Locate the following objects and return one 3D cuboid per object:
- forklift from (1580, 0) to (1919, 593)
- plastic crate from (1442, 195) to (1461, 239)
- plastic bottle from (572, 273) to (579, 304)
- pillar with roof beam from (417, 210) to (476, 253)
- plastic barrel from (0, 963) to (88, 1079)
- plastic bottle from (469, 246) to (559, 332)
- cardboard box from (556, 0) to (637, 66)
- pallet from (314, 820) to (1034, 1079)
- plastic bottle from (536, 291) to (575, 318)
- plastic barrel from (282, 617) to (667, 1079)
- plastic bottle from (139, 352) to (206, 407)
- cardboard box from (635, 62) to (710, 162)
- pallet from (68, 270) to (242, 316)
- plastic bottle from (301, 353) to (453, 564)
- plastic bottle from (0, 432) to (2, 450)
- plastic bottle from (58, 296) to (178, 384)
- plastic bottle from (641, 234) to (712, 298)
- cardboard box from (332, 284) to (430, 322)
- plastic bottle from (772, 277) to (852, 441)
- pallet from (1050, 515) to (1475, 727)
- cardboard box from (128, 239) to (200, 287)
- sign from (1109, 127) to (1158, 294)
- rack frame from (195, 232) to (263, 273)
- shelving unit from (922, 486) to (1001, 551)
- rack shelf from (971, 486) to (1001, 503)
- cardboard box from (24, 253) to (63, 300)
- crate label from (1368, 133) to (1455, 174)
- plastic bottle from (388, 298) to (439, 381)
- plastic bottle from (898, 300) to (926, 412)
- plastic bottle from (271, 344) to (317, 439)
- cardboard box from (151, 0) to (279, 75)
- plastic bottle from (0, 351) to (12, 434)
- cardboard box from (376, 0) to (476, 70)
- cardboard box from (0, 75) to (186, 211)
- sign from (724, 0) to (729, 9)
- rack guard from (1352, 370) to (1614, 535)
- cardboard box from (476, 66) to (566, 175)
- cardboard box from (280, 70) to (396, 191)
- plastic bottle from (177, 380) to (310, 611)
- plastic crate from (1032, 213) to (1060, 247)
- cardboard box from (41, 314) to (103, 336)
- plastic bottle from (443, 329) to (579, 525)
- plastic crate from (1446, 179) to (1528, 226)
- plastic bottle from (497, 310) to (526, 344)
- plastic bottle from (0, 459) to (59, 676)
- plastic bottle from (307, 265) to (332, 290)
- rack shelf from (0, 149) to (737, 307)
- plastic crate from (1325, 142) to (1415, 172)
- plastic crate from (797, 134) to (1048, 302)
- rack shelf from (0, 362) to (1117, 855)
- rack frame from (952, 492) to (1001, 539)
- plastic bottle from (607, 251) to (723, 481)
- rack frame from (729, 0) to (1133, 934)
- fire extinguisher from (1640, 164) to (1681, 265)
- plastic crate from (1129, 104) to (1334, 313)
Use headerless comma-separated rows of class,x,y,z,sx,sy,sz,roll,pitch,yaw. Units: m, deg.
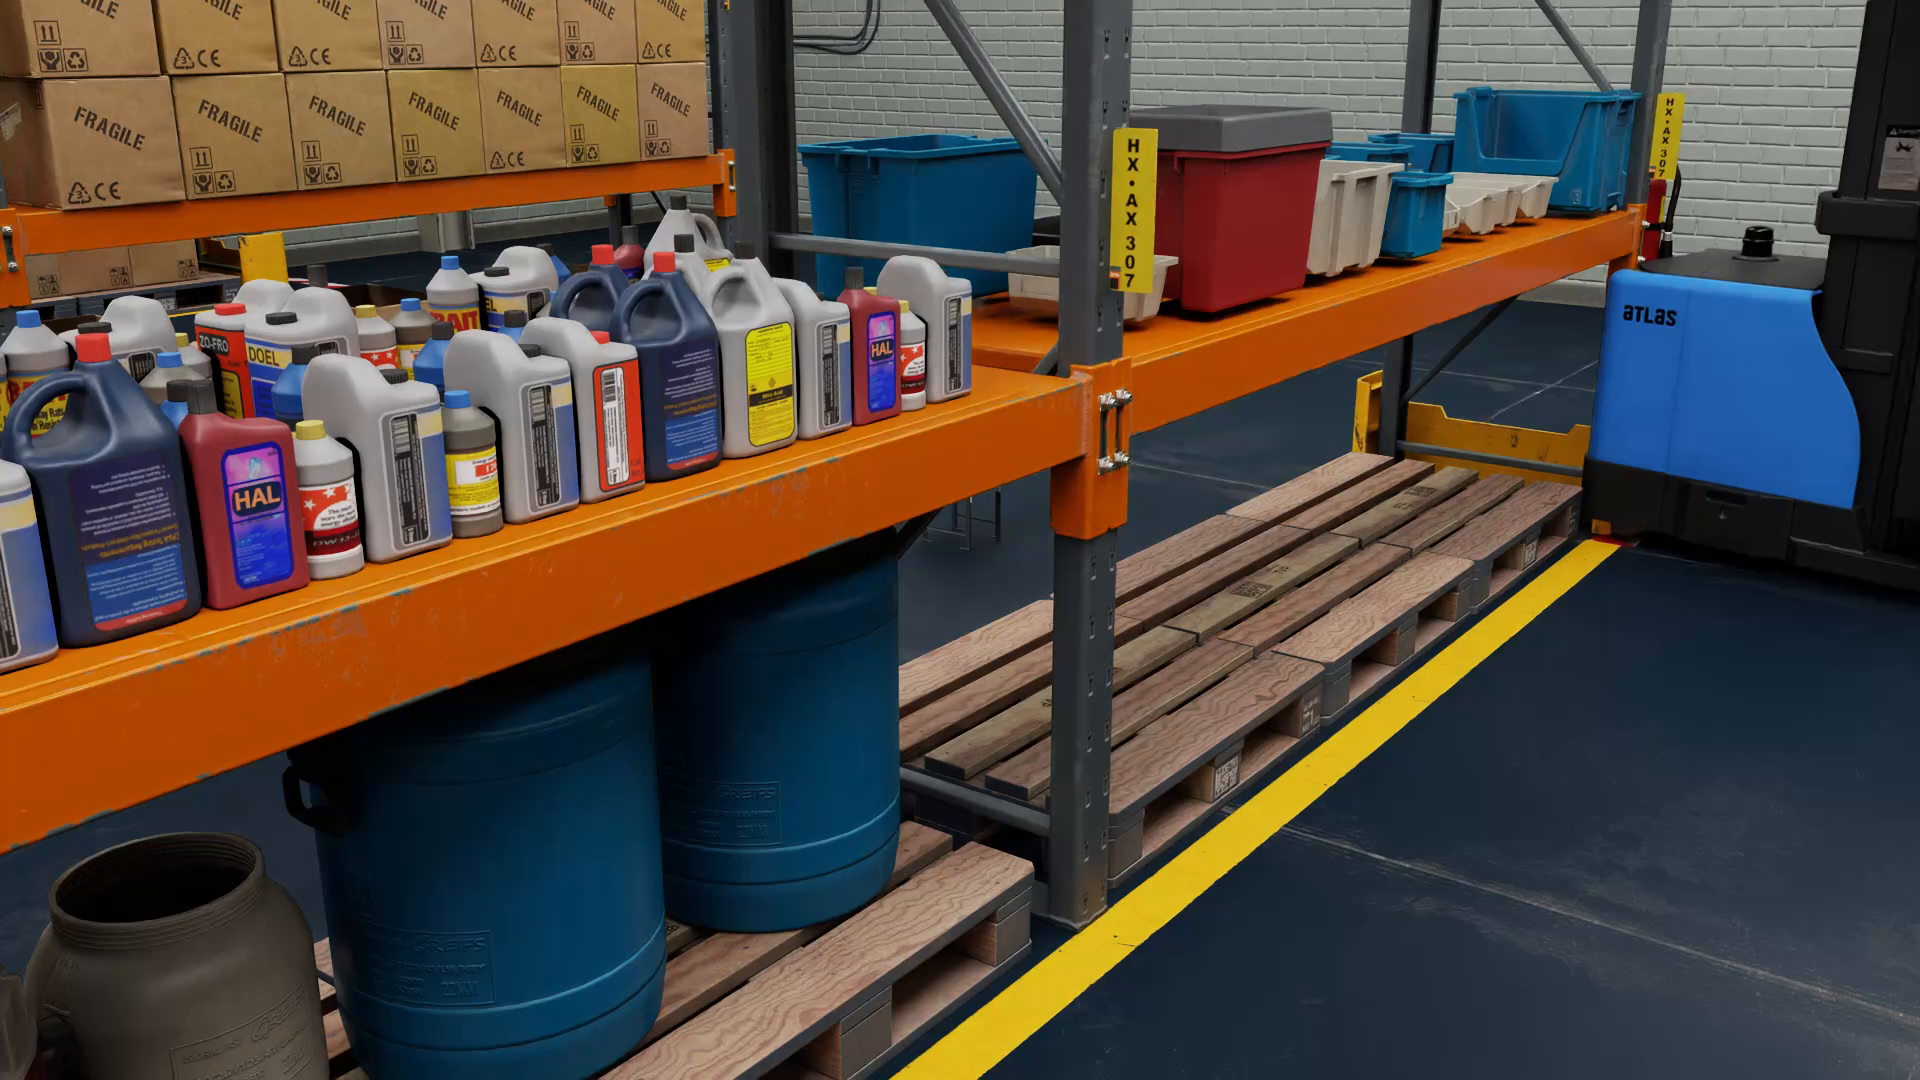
forklift,3.926,-1.218,5.724,1.130,2.935,3.031,-15,23,-41
plastic crate,1.460,-1.048,5.403,0.298,0.136,0.250,12,21,35
plastic bottle,-0.786,-0.460,3.503,0.097,0.201,0.097,0,17,0
pillar with roof beam,-1.293,-6.233,11.642,9.100,9.000,0.400,12,21,35
plastic barrel,-1.524,0.886,2.191,0.600,0.588,0.708,12,21,35
plastic bottle,-0.891,-0.440,3.312,0.152,0.276,0.135,12,21,35
cardboard box,-2.028,-2.708,8.553,0.500,0.500,0.500,13,22,36
pallet,-0.584,0.879,3.558,1.003,0.211,1.213,12,21,35
plastic bottle,-0.780,-0.387,3.267,0.097,0.201,0.097,0,17,0
plastic barrel,-0.851,0.467,3.011,0.600,0.901,0.708,12,21,35
plastic bottle,-1.252,-0.198,2.659,0.097,0.201,0.097,0,17,0
cardboard box,-1.732,-2.351,9.089,0.500,0.500,0.500,13,22,36
pallet,-6.078,-1.797,12.174,1.003,0.211,1.213,12,21,35
plastic bottle,-0.803,-0.125,2.297,0.152,0.276,0.135,12,21,35
plastic bottle,-1.235,-0.062,1.967,0.144,0.351,0.185,12,21,35
plastic bottle,-1.363,-0.251,2.705,0.152,0.276,0.135,12,21,35
plastic bottle,-0.492,-0.355,2.911,0.144,0.351,0.185,12,21,35
cardboard box,-2.952,-0.972,8.283,0.797,0.503,0.637,12,21,35
plastic bottle,-0.284,-0.332,2.965,0.152,0.276,0.135,12,21,35
pallet,1.042,0.228,5.652,1.003,0.211,1.213,12,21,35
cardboard box,-6.001,-2.155,12.133,0.700,0.500,0.500,12,21,35
sign,0.349,-0.664,3.357,0.100,0.325,0.005,12,21,35
rack frame,-5.664,-3.333,12.418,1.000,3.000,0.127,12,21,35
shelving unit,0.005,-0.432,6.617,0.258,0.900,0.210,12,21,35
rack shelf,0.005,-0.228,6.680,0.258,0.077,0.200,12,21,35
cardboard box,-6.598,-1.916,11.363,0.700,0.500,0.500,12,21,33
crate label,1.881,-1.530,6.795,0.416,0.233,0.303,12,21,35
plastic bottle,-1.040,-0.359,3.175,0.097,0.201,0.097,0,17,0
plastic bottle,-0.114,-0.351,3.151,0.097,0.201,0.097,0,17,0
plastic bottle,-0.914,-0.140,2.354,0.097,0.271,0.097,0,17,0
cardboard box,-3.253,-2.216,6.968,0.500,0.500,0.500,12,21,33
plastic bottle,-1.512,-0.203,2.558,0.097,0.271,0.097,0,17,0
cardboard box,-2.640,-2.462,7.759,0.500,0.500,0.500,13,22,36
cardboard box,-3.545,-1.627,6.755,0.500,0.500,0.500,13,22,36
sign,-1.250,-3.059,9.052,0.100,0.325,0.005,12,21,35
rack guard,2.296,-0.396,7.177,1.175,0.500,0.348,12,21,35
cardboard box,-2.340,-2.109,8.309,0.500,0.500,0.500,13,21,35
cardboard box,-2.942,-1.868,7.532,0.500,0.500,0.500,12,21,34
plastic bottle,-0.904,-0.065,2.092,0.061,0.283,0.133,12,21,35
plastic crate,0.360,-0.841,4.756,0.437,0.125,0.590,12,21,35
cardboard box,-3.955,-0.708,7.438,0.500,0.500,0.500,12,21,35
plastic bottle,-0.665,-0.180,2.475,0.152,0.276,0.135,12,21,35
plastic crate,1.767,-1.192,5.868,0.396,0.136,0.243,12,21,35
plastic bottle,-0.696,-0.227,2.635,0.097,0.271,0.097,0,17,0
plastic bottle,-1.131,0.006,1.875,0.152,0.276,0.135,12,21,35
plastic bottle,-1.181,-0.350,3.010,0.061,0.283,0.133,12,21,35
rack shelf,-2.875,-1.638,8.175,1.077,0.370,4.000,12,21,35
plastic crate,1.488,-1.373,6.290,0.416,0.233,0.300,12,21,35
plastic crate,-0.087,-0.822,4.258,0.392,0.384,0.575,12,21,35
rack shelf,-1.283,0.190,2.286,1.077,0.370,4.000,12,21,35
rack frame,0.065,-0.456,6.695,0.240,0.900,0.006,12,21,35
plastic bottle,-0.486,-0.285,2.687,0.144,0.351,0.185,12,21,35
rack frame,-0.091,-0.629,3.713,1.000,3.000,0.127,12,21,35
fire extinguisher,2.747,-1.323,6.705,0.296,0.674,0.183,12,21,35
plastic crate,0.642,-0.857,4.236,0.402,0.464,0.583,12,21,35
